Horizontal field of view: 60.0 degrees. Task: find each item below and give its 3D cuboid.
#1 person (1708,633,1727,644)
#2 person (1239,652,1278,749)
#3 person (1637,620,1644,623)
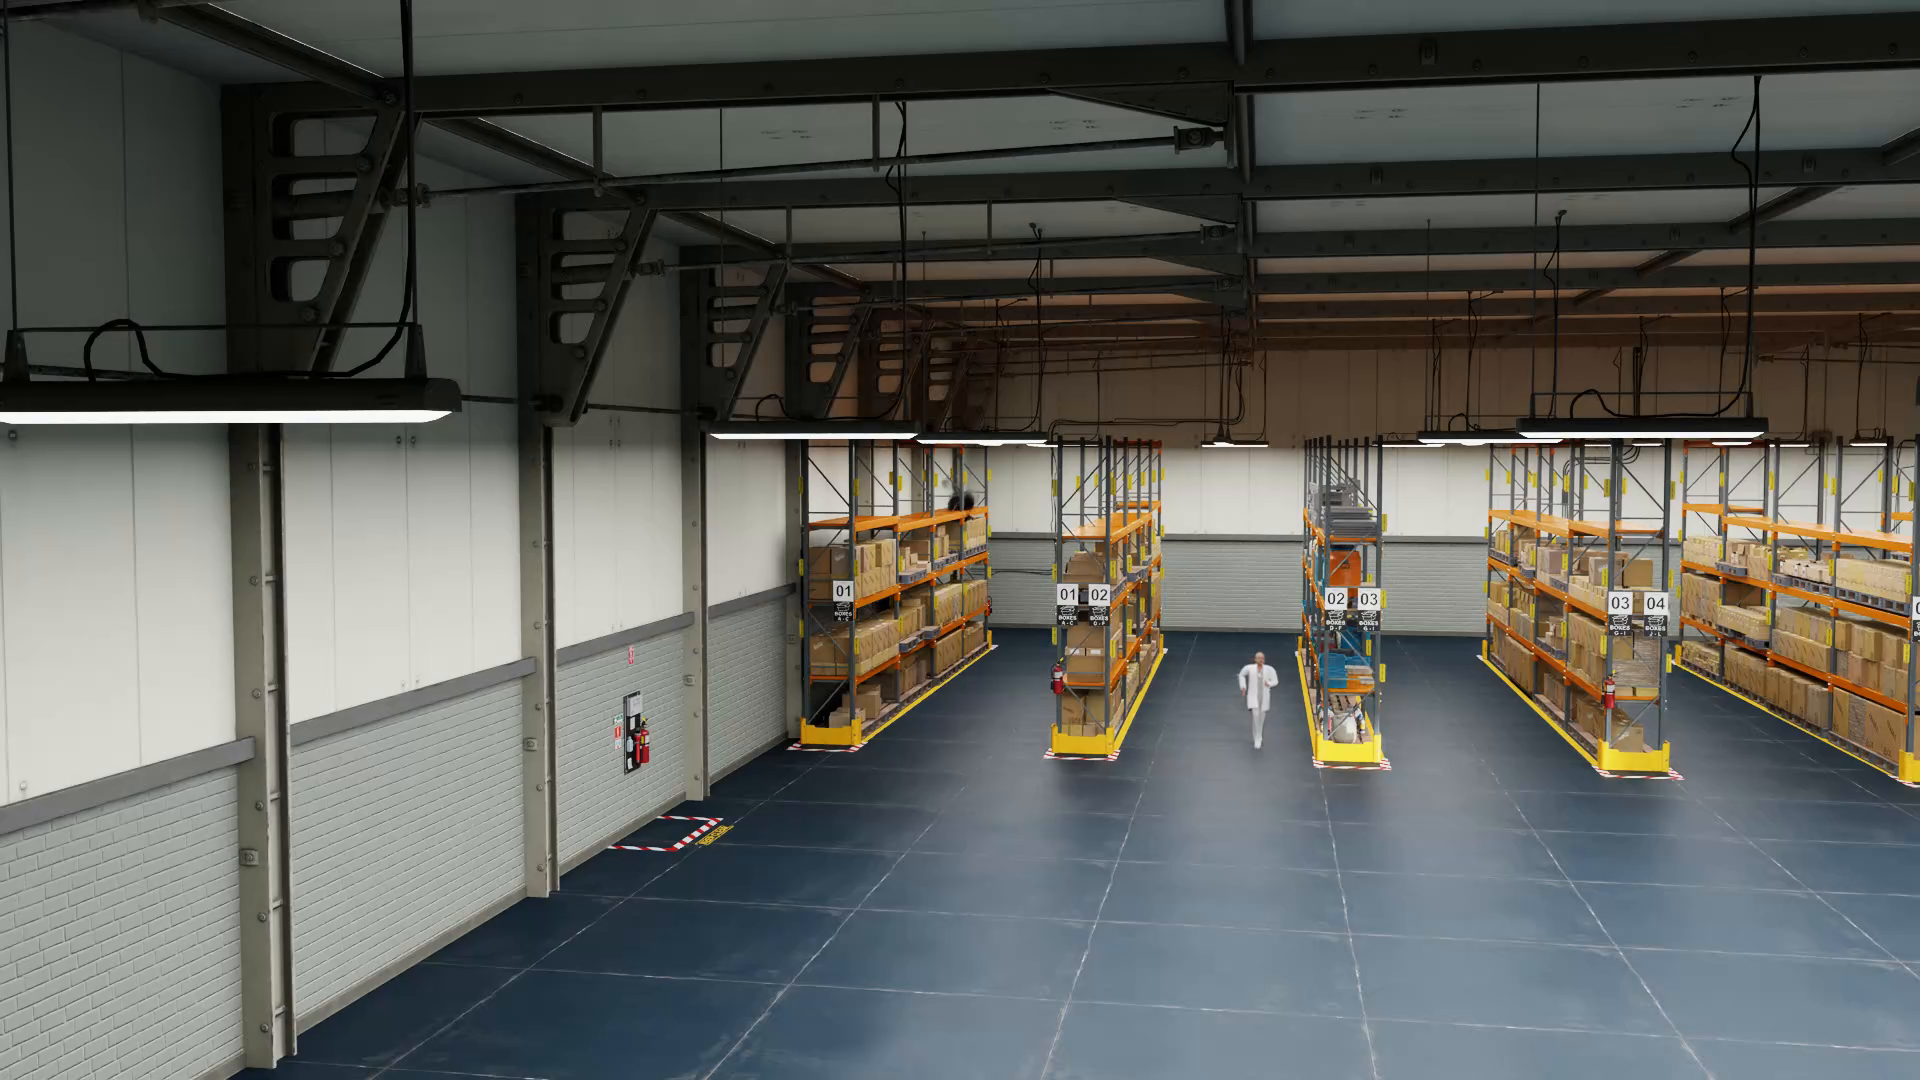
[{"bbox_3d":[20.667,2.409,45.380,0.761,1.722,0.770,-3,4,-40],"label":"person"},{"bbox_3d":[5.792,3.067,32.193,0.703,1.799,0.963,0,3,-3],"label":"person"},{"bbox_3d":[18.403,2.484,45.423,0.703,1.679,0.792,-3,4,-40],"label":"person"}]
